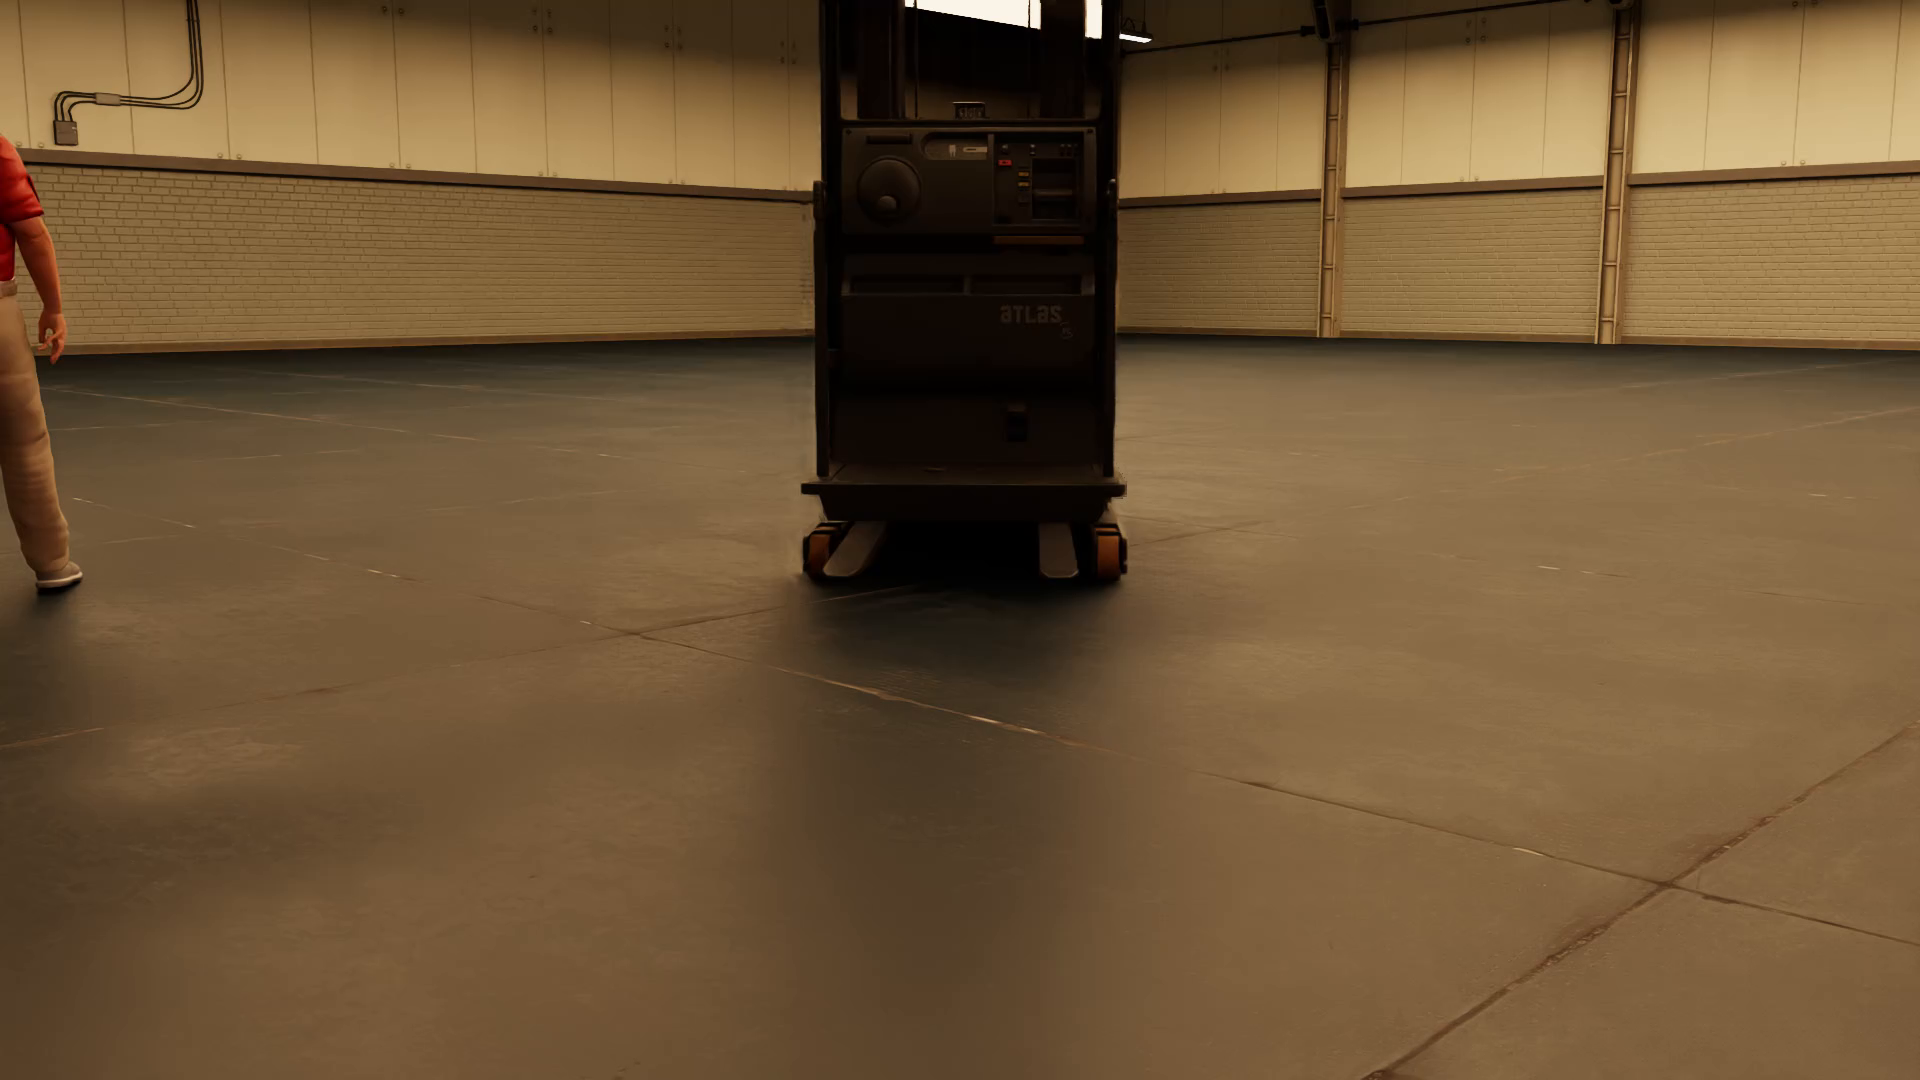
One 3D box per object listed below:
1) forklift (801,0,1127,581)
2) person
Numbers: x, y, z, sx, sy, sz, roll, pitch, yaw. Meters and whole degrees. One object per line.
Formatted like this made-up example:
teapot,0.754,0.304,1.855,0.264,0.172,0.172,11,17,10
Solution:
forklift,0.026,-1.353,5.857,1.130,2.935,3.031,0,9,2
person,-3.225,-0.672,5.330,0.638,1.728,0.552,-5,10,-29
